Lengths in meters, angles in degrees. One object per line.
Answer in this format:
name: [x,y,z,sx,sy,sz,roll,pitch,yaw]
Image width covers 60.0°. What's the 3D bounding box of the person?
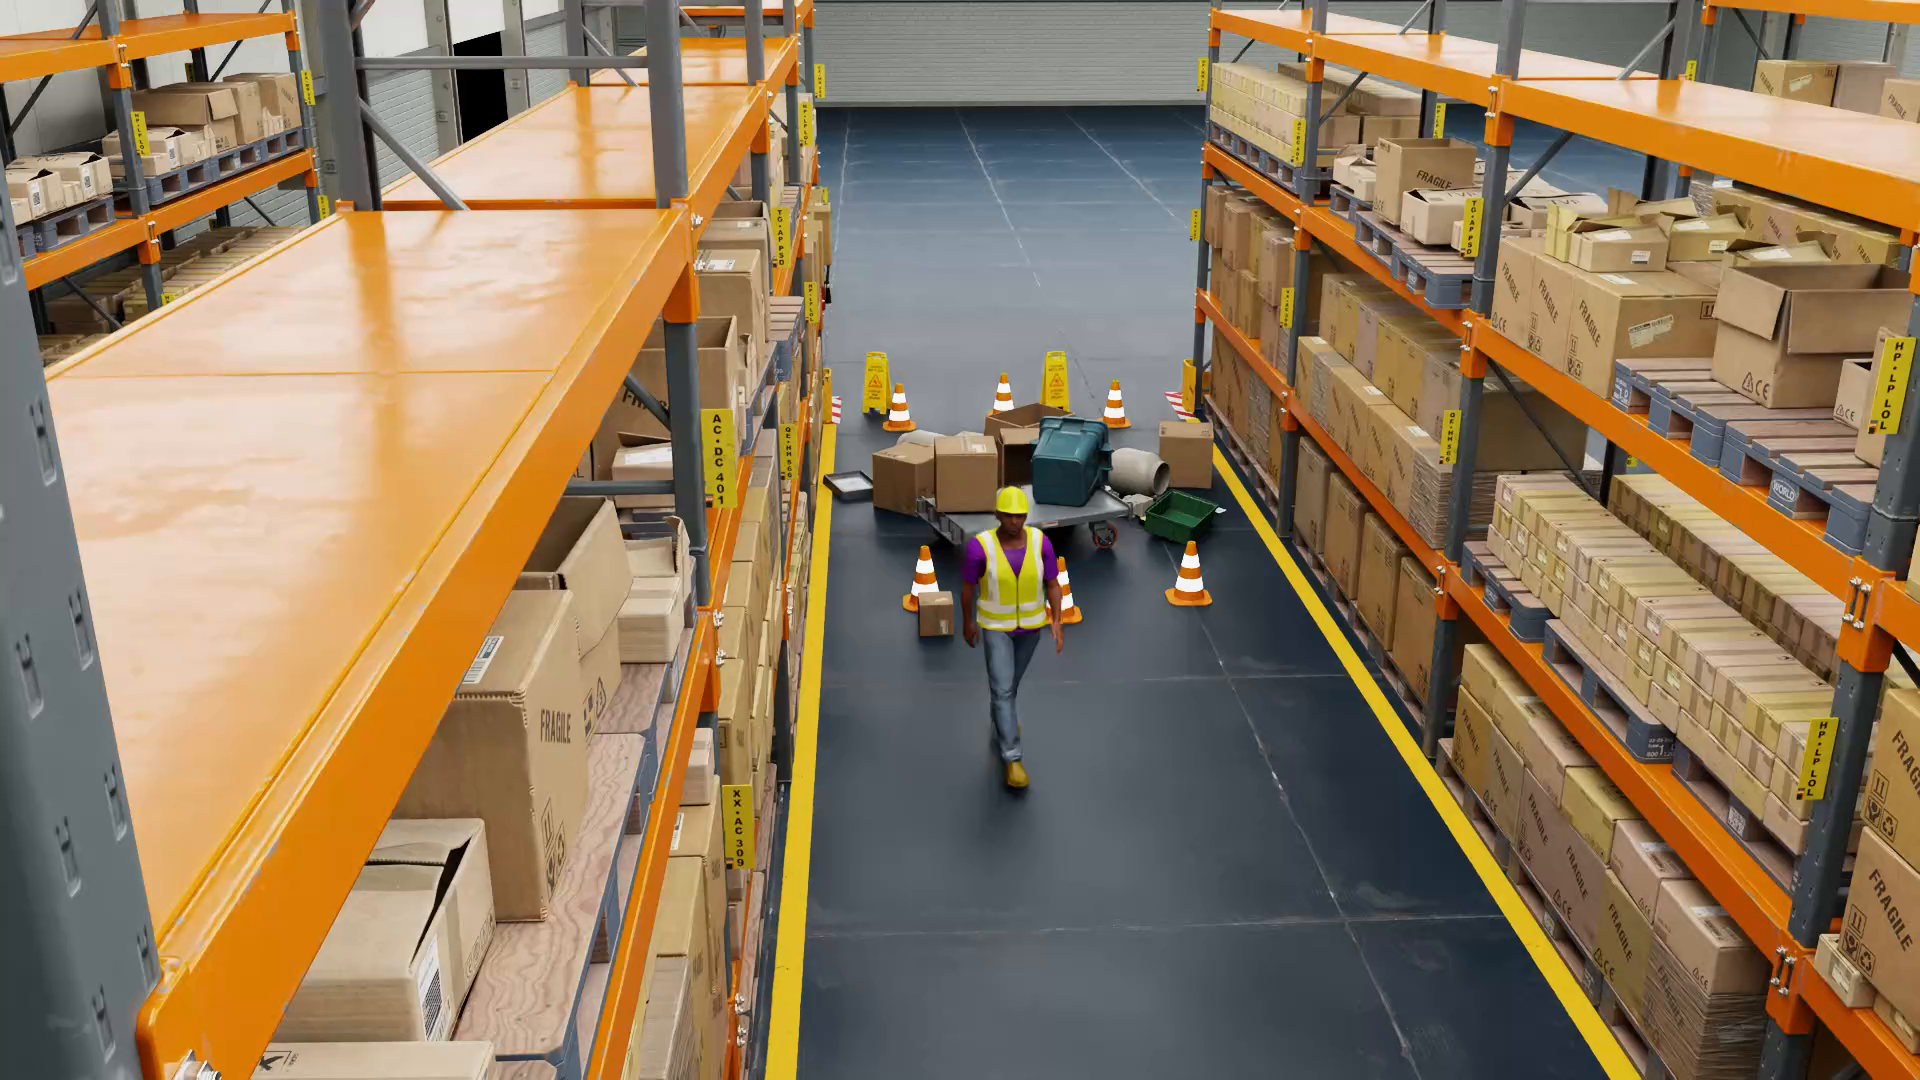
person: [0.341,0.521,10.086,0.580,1.701,1.053,-6,21,-15]
